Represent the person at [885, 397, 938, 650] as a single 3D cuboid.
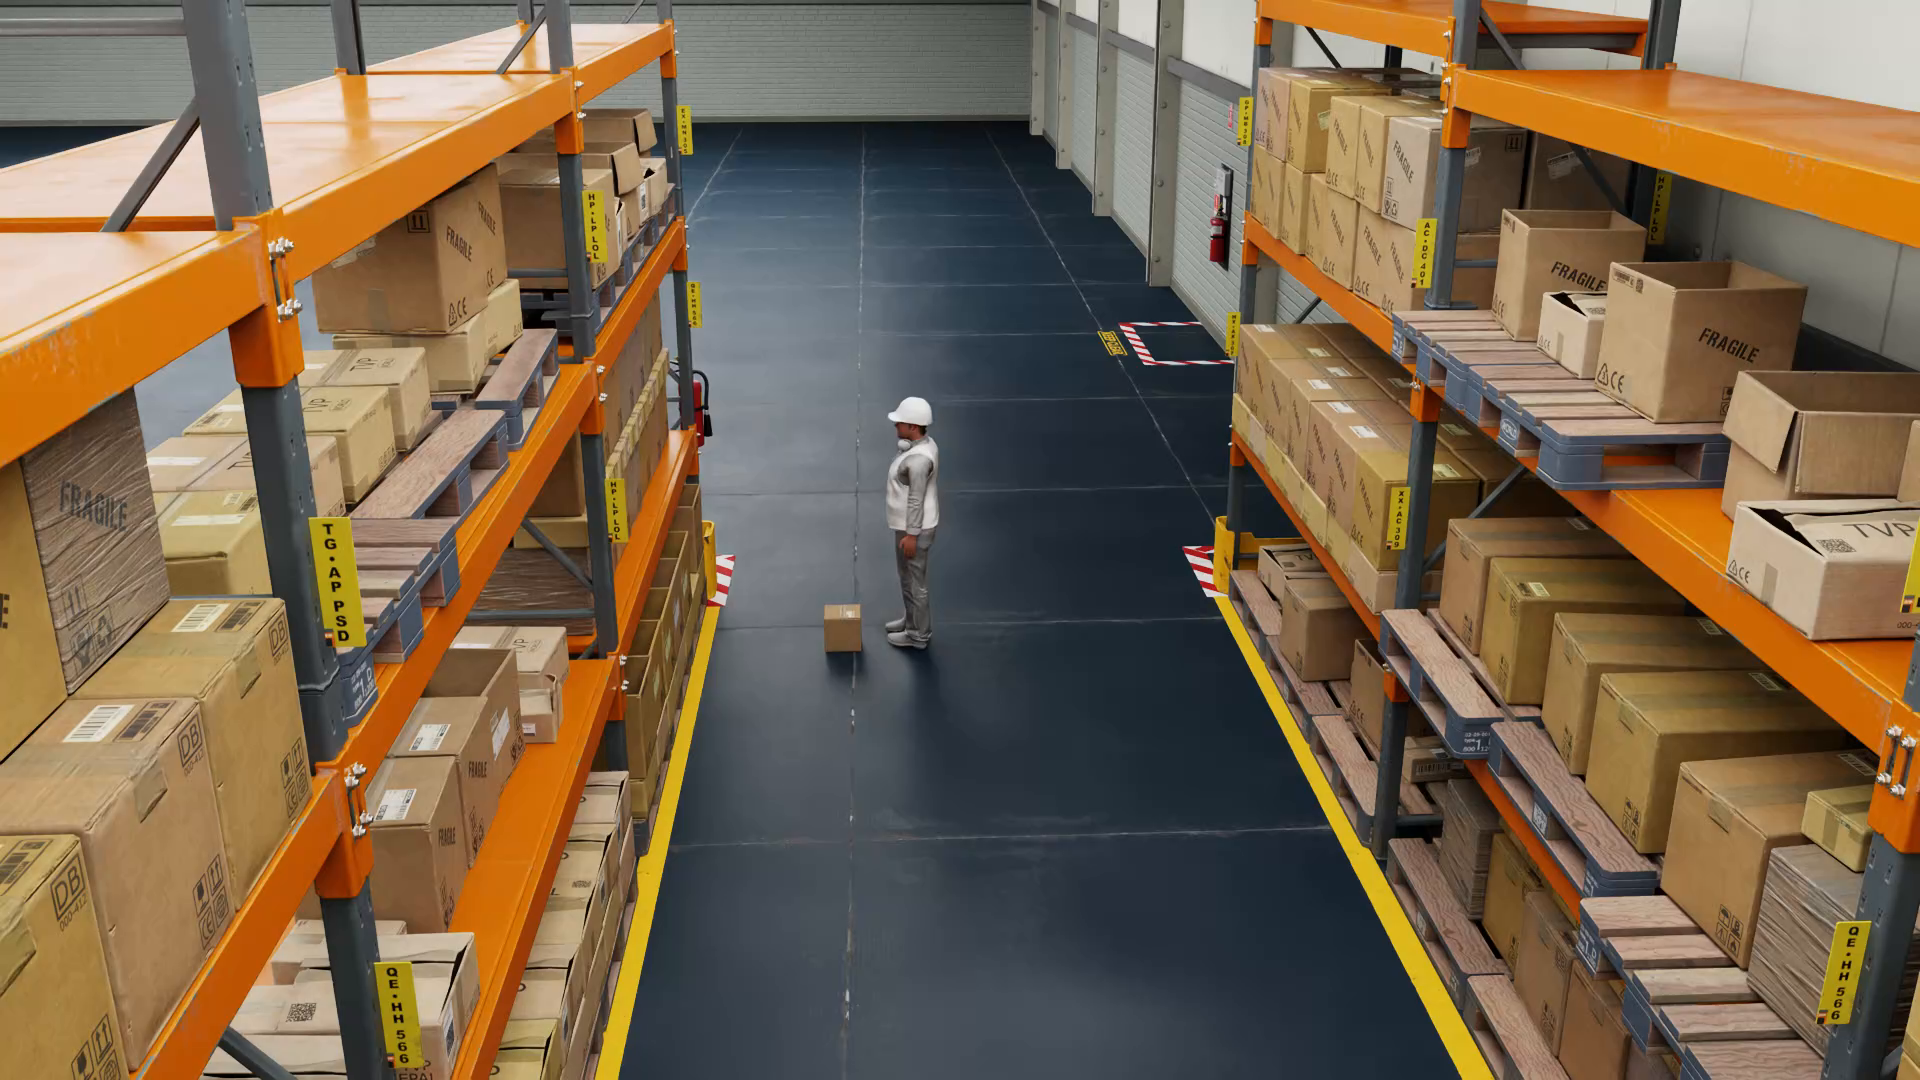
[{"bbox_3d":[-0.345,-0.114,11.326,0.399,1.779,0.576,1,20,2],"label":"person"}]
